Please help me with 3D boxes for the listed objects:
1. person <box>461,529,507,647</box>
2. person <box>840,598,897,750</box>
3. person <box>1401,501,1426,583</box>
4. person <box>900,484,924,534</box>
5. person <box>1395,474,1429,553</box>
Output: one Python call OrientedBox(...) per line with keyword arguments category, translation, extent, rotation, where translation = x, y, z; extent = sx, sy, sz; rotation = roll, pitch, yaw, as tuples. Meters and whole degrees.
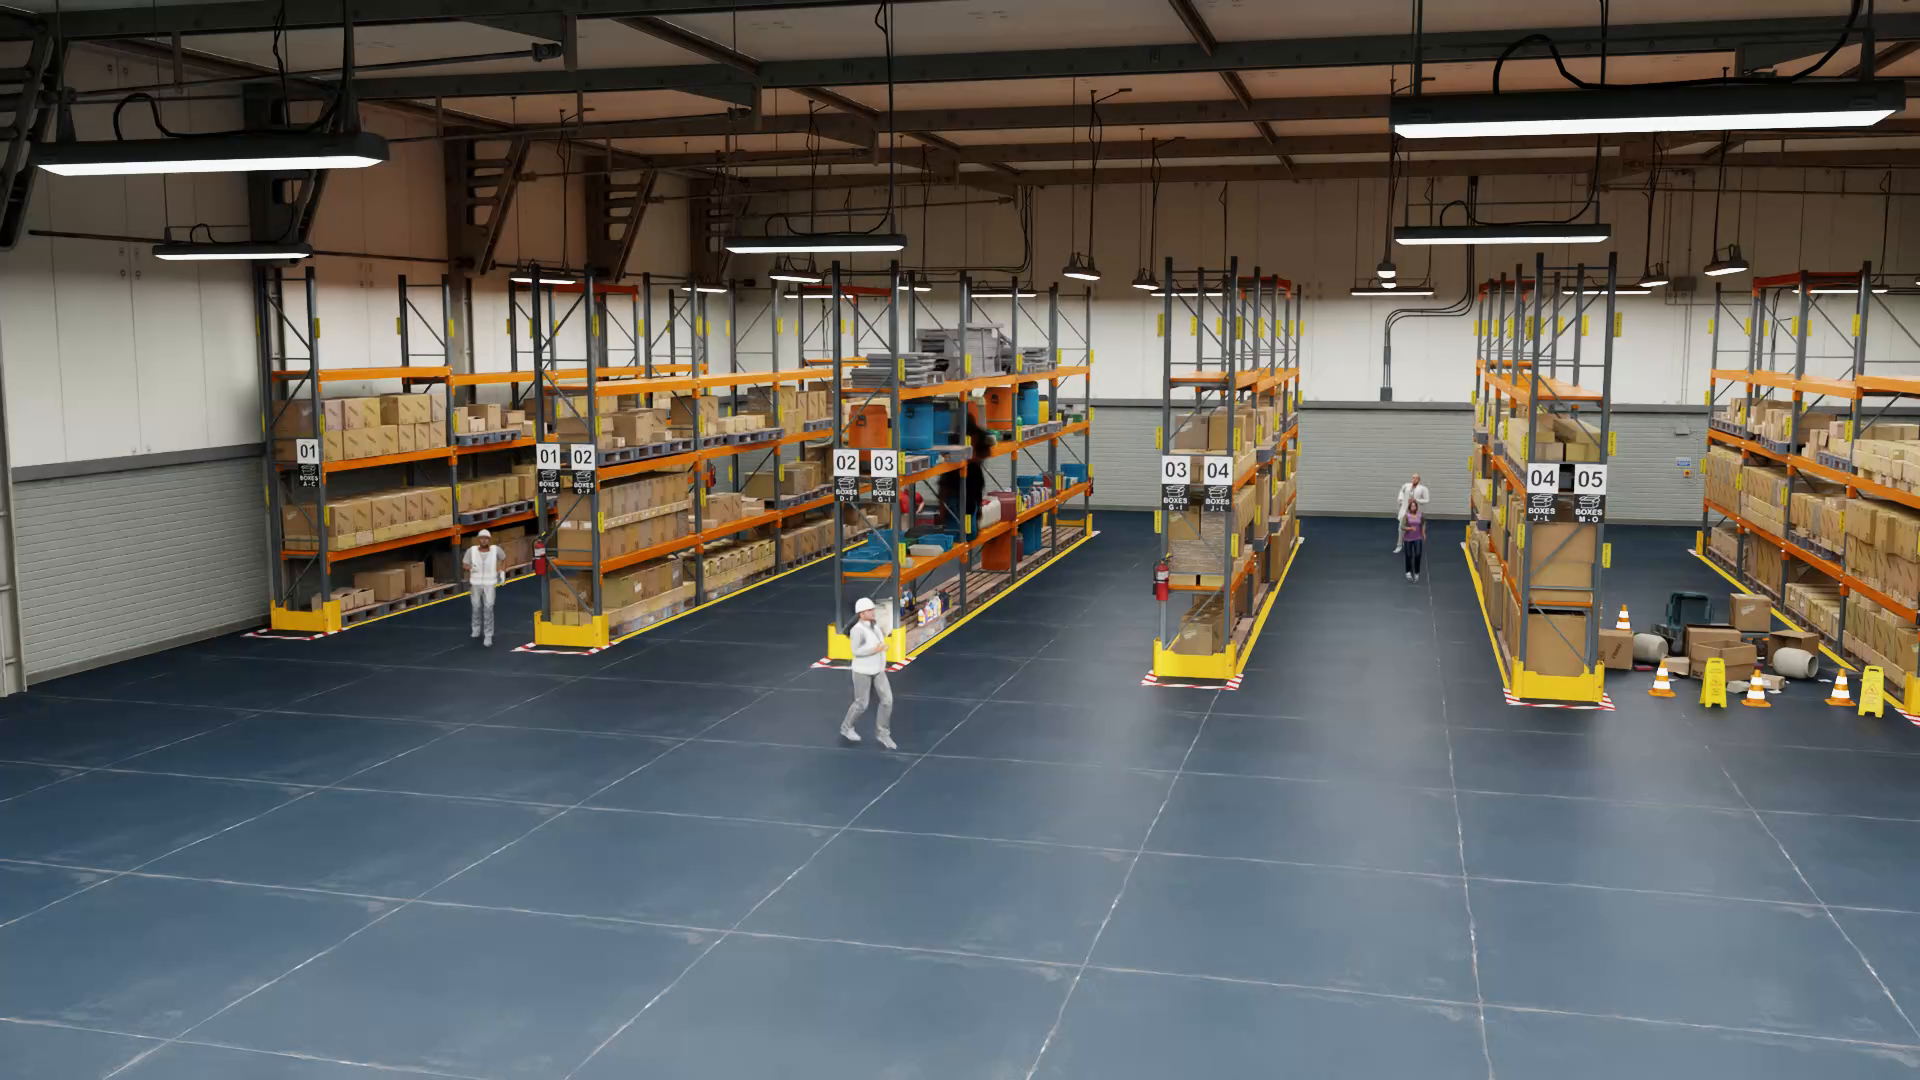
OrientedBox(category="person", translation=(-7.595, 0.738, 26.564), extent=(0.693, 1.830, 0.830), rotation=(-1, 7, -11))
OrientedBox(category="person", translation=(-1.102, 1.600, 19.922), extent=(0.742, 1.826, 0.643), rotation=(5, 9, 35))
OrientedBox(category="person", translation=(8.994, 0.031, 32.986), extent=(0.507, 1.621, 0.682), rotation=(1, 7, 10))
OrientedBox(category="person", translation=(-1.126, -0.460, 36.443), extent=(0.650, 1.688, 0.602), rotation=(0, 7, 4))
OrientedBox(category="person", translation=(10.224, -0.606, 37.508), extent=(0.723, 1.795, 0.979), rotation=(4, 8, 28))
